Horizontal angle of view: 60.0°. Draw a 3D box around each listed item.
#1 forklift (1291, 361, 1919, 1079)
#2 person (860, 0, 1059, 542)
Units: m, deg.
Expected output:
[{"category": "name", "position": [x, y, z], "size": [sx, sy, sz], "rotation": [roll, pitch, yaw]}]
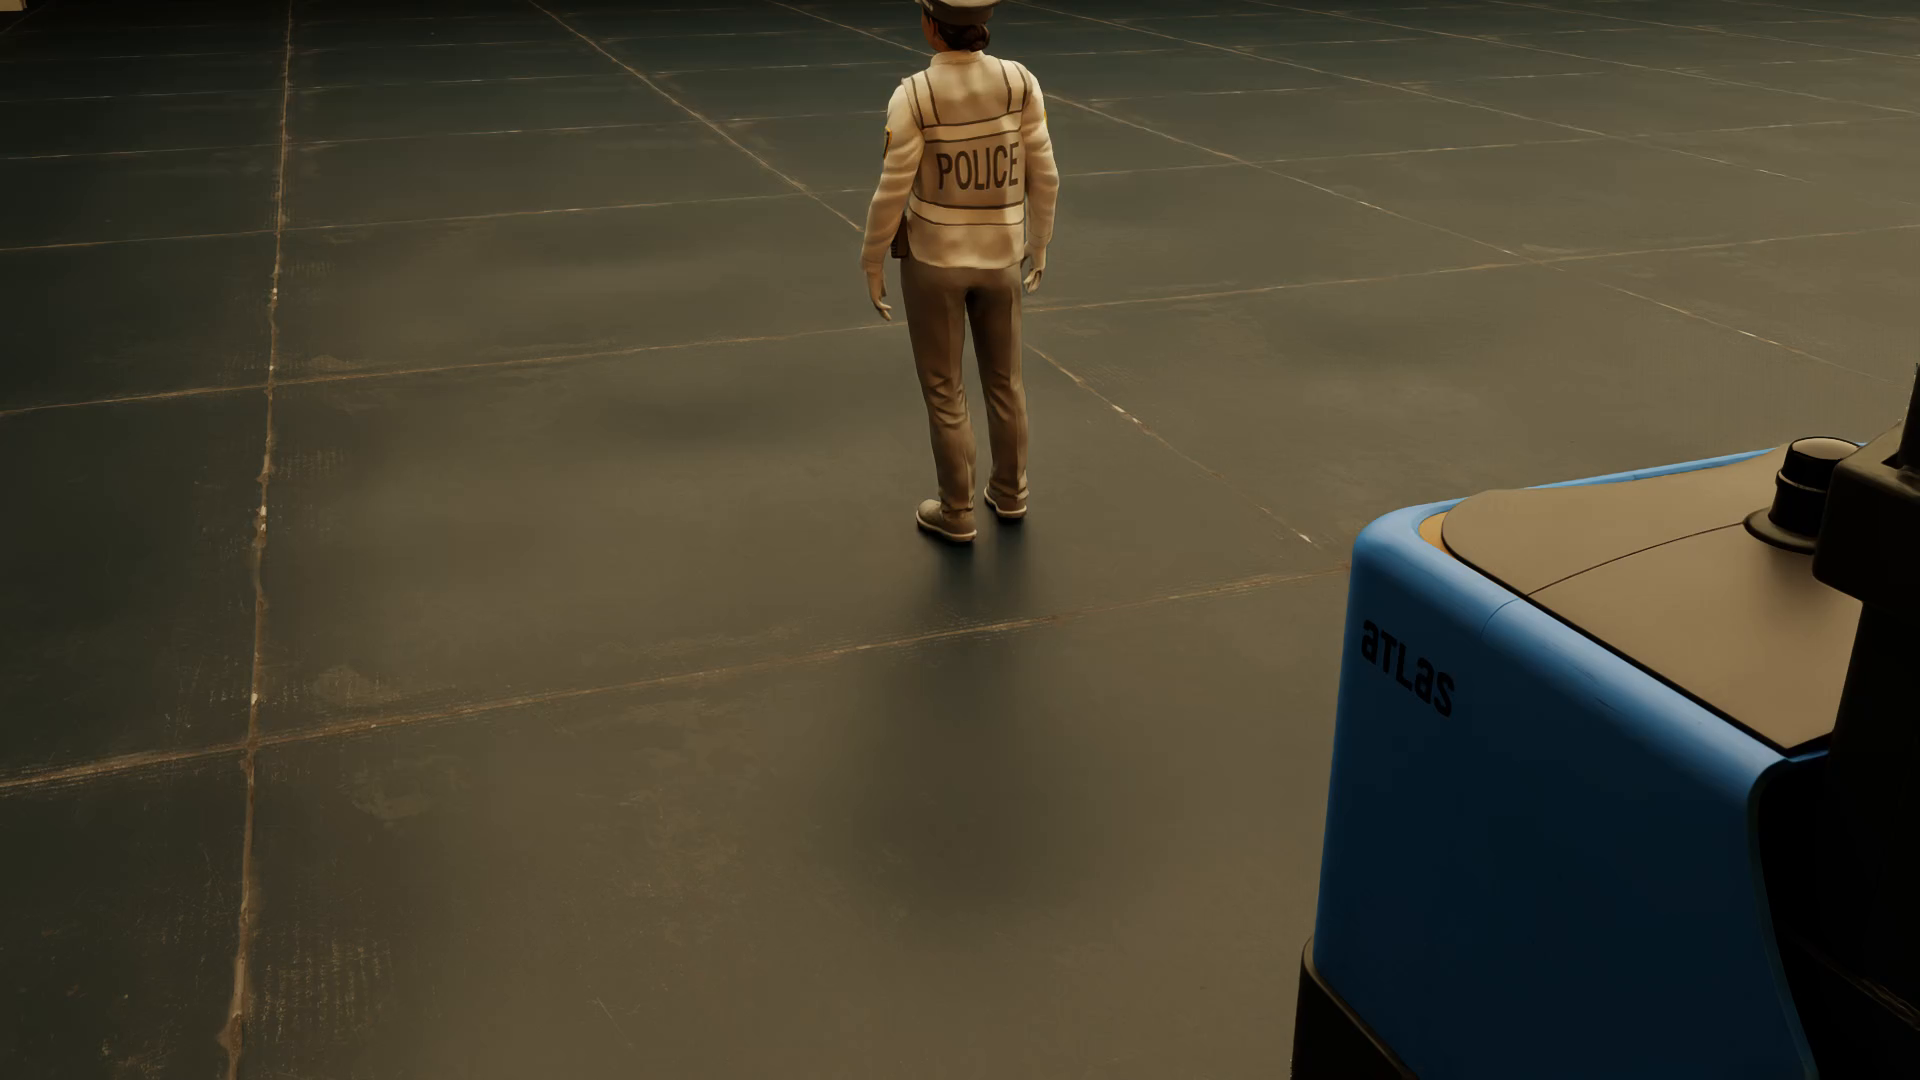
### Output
[{"category": "forklift", "position": [1.561, 0.062, 1.151], "size": [1.130, 2.935, 3.031], "rotation": [-9, 24, -20]}, {"category": "person", "position": [-0.017, -0.814, 4.809], "size": [0.588, 1.695, 0.531], "rotation": [-8, 24, -18]}]
